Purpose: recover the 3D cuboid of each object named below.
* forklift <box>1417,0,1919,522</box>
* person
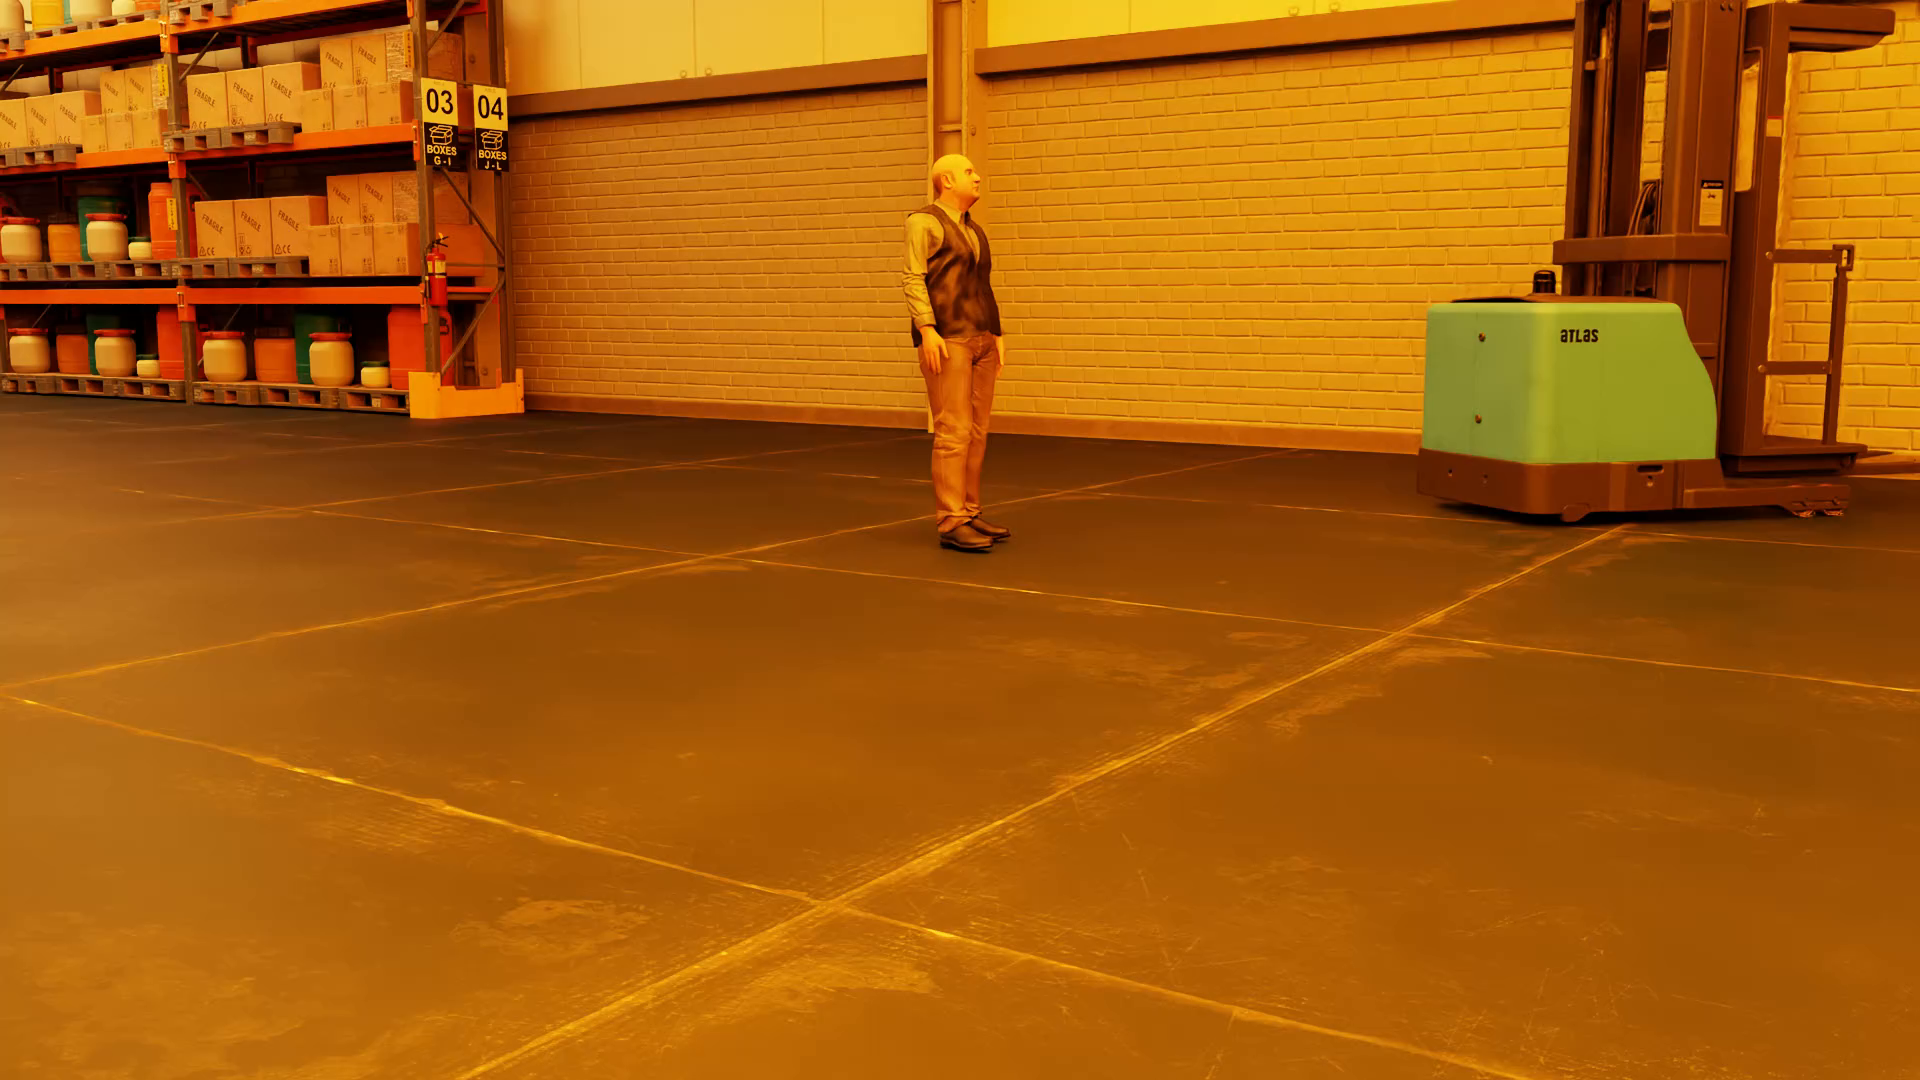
[{"bbox_3d":[4.010,-1.632,8.672,3.031,2.935,1.130,-3,8,-17],"label":"forklift"},{"bbox_3d":[0.048,-0.854,7.441,0.566,1.722,0.633,5,10,34],"label":"person"}]
